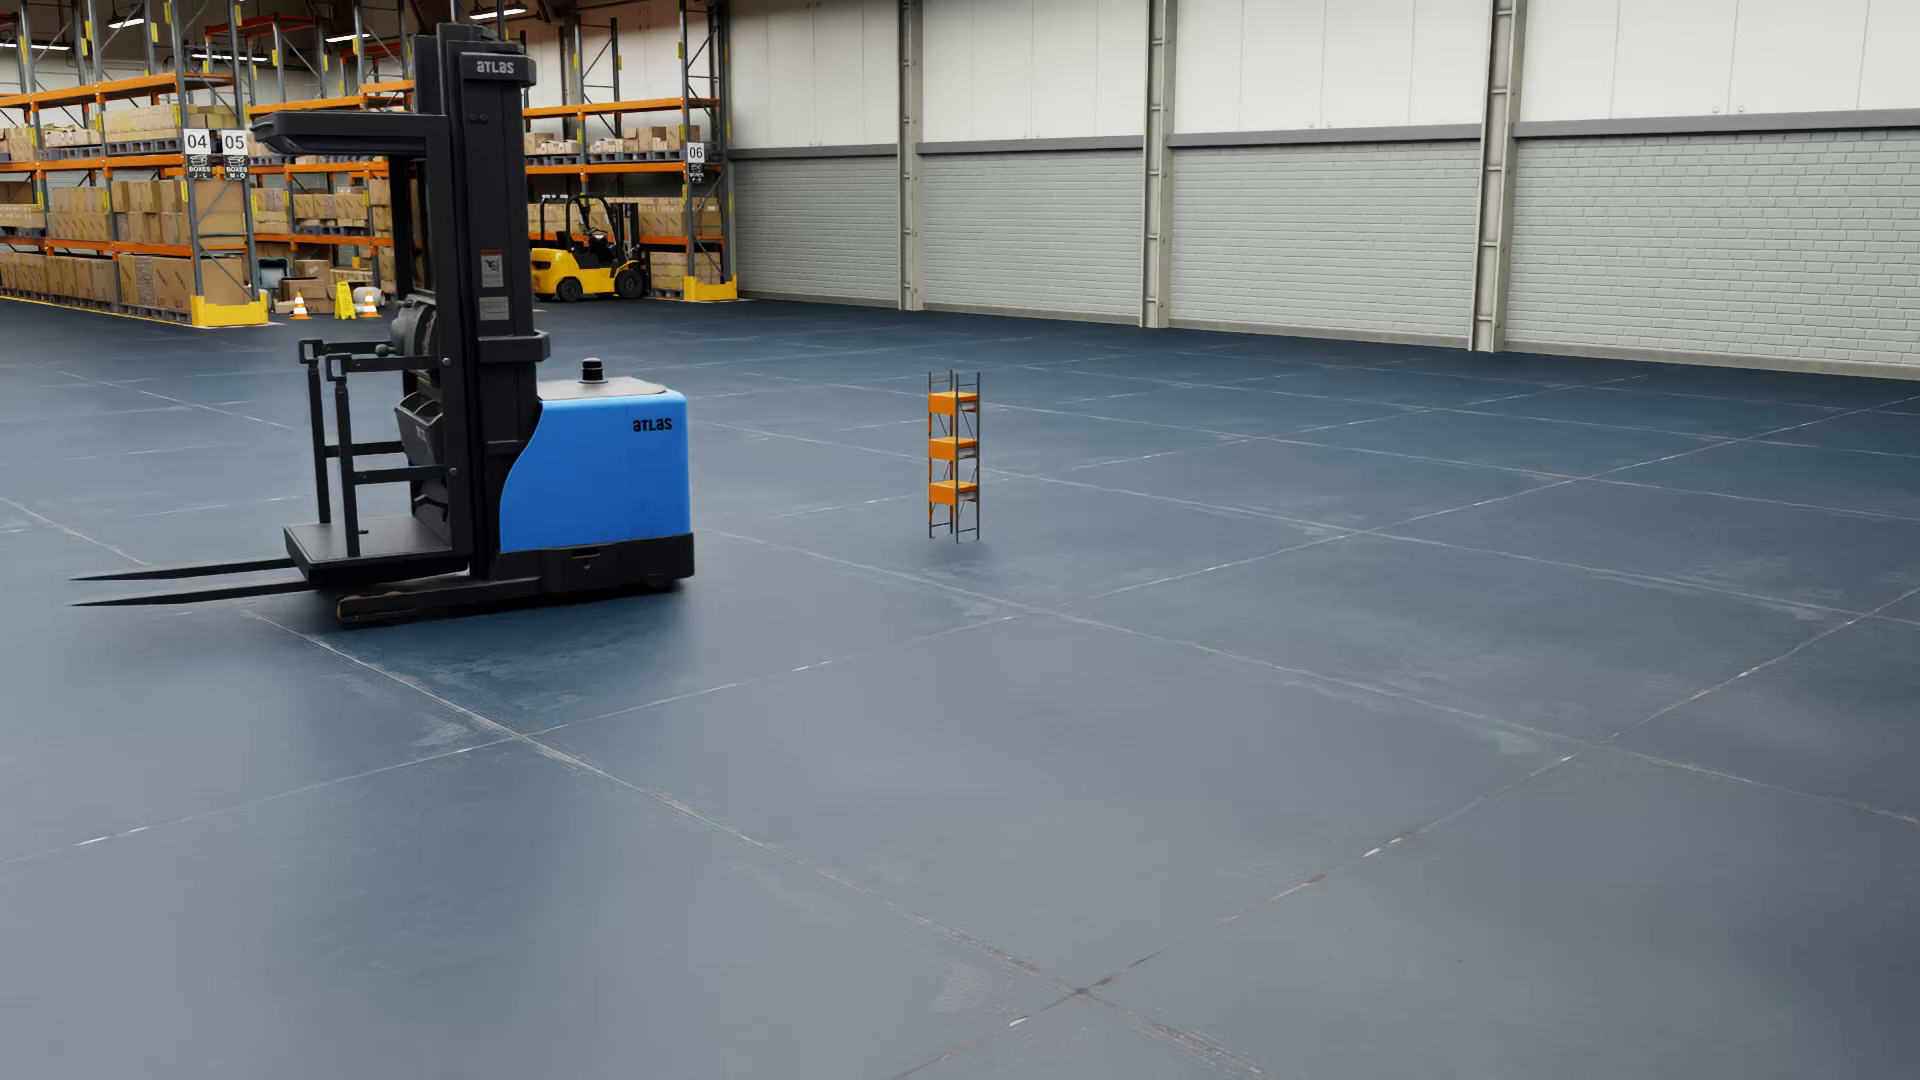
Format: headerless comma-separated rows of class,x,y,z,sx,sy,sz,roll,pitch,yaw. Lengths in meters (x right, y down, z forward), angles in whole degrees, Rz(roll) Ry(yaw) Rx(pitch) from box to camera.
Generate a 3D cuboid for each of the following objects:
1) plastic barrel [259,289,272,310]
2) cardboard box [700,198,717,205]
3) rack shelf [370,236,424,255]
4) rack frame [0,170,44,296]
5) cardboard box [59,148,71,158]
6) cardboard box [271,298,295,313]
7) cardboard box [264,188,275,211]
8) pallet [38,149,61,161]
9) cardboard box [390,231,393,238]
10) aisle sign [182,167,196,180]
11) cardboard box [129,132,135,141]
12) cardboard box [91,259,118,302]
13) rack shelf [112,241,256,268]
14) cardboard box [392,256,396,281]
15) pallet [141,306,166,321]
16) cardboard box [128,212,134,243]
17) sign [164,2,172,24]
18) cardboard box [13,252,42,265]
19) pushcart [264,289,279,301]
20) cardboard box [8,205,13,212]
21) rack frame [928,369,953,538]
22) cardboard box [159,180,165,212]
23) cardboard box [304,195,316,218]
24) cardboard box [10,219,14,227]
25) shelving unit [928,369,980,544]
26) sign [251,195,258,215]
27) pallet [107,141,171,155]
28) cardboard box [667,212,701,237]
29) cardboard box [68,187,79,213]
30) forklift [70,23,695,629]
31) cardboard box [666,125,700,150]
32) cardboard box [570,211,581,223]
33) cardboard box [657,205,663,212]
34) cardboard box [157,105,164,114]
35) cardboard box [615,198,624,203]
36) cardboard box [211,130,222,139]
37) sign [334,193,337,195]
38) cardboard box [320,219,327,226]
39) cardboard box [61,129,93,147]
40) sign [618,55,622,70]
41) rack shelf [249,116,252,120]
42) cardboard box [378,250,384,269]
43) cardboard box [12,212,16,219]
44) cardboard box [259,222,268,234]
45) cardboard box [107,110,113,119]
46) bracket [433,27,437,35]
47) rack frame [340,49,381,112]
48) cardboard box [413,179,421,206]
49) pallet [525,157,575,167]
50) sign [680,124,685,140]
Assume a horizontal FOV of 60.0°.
plastic barrel,-13.209,-4.489,31.152,0.512,0.421,0.421,-1,12,-4
cardboard box,-5.320,-7.107,34.881,0.380,0.149,0.250,-11,16,-44
rack shelf,-10.211,-5.763,32.733,1.077,0.370,4.000,-11,16,-43
rack frame,-20.627,-6.870,36.325,1.000,3.000,0.127,-11,16,-43
cardboard box,-18.066,-7.925,33.763,0.500,0.500,0.500,-11,16,-43
cardboard box,-12.583,-4.369,30.962,0.396,0.266,0.258,-8,14,-33
cardboard box,-15.261,-7.642,37.347,0.500,0.500,0.500,-11,16,-42
pallet,-17.382,-7.577,32.787,1.213,0.211,1.003,-10,15,-40
cardboard box,-11.189,-6.129,33.351,0.380,0.149,0.250,-11,16,-43
aisle sign,-19.704,-9.486,42.576,0.394,0.787,0.004,-11,16,-43
cardboard box,-14.216,-7.017,28.939,0.380,0.149,0.250,-11,16,-43
cardboard box,-15.596,-4.885,31.221,1.050,0.750,0.750,-11,16,-43
rack shelf,-13.721,-5.059,29.314,1.077,0.370,4.000,-11,16,-43
cardboard box,-11.002,-5.433,33.265,0.500,0.500,0.500,-10,15,-40
pallet,-13.787,-4.037,29.483,1.003,0.211,1.213,-11,16,-43
cardboard box,-14.443,-5.647,30.015,0.875,0.550,0.550,-11,16,-43
sign,-12.742,-8.480,26.760,0.100,0.325,0.005,-11,16,-43
cardboard box,-19.589,-5.922,35.017,0.500,0.250,0.500,-10,15,-40
pushcart,-13.206,-4.798,32.764,0.936,0.377,1.648,6,13,26
cardboard box,-19.426,-6.857,34.369,0.380,0.149,0.250,-10,15,-40
rack frame,-0.121,-0.540,10.430,0.200,1.050,0.008,-11,16,-43
cardboard box,-13.303,-5.949,28.805,0.875,0.550,0.550,-11,16,-43
cardboard box,-13.846,-7.218,35.989,0.500,0.500,0.500,-10,15,-40
cardboard box,-19.420,-6.565,34.425,0.380,0.149,0.250,-10,15,-41
shelving unit,-0.037,-0.522,10.343,0.215,1.050,0.252,-11,16,-43
sign,-11.934,-5.658,28.100,0.100,0.325,0.005,-11,16,-43
pallet,-14.545,-7.008,29.777,1.003,0.211,1.213,-11,16,-43
cardboard box,-5.772,-6.600,34.765,0.500,0.500,0.500,-11,16,-44
cardboard box,-16.856,-6.610,32.336,0.700,0.500,0.500,-11,16,-43
forklift,-3.003,-1.115,8.561,3.031,2.935,1.130,-6,13,-28
cardboard box,-5.724,-8.319,34.387,0.500,0.500,0.500,-10,15,-41
cardboard box,-8.529,-7.307,37.577,0.500,0.250,0.500,-11,16,-44
cardboard box,-6.180,-7.011,35.154,0.380,0.149,0.250,-11,16,-43
cardboard box,-13.166,-7.186,27.783,0.380,0.149,0.250,-11,16,-42
cardboard box,-7.268,-7.376,36.189,0.380,0.149,0.250,-11,16,-43
cardboard box,-12.345,-6.814,27.954,0.380,0.149,0.250,-11,16,-42
sign,-13.968,-7.596,37.176,0.100,0.325,0.005,-11,16,-43
cardboard box,-13.540,-6.841,35.763,0.380,0.149,0.250,-10,15,-39
cardboard box,-16.823,-7.682,31.765,0.500,0.311,0.500,-11,16,-44
sign,-7.586,-10.647,37.080,0.100,0.325,0.005,-11,16,-43
rack shelf,-18.498,-10.257,40.669,1.077,0.370,4.000,-11,16,-43
cardboard box,-15.375,-7.600,45.019,0.700,0.500,0.500,-10,15,-40
cardboard box,-19.247,-6.673,34.214,0.380,0.149,0.250,-11,16,-43
cardboard box,-15.592,-7.103,37.828,0.500,0.250,0.500,-11,16,-43
cardboard box,-14.920,-7.556,29.580,0.380,0.149,0.250,-11,16,-43
bracket,-13.328,-13.086,42.705,0.235,0.232,0.430,-11,16,-43
rack frame,-16.292,-11.789,45.333,1.000,3.000,0.127,-11,16,-43
cardboard box,-10.111,-6.687,31.972,0.700,0.500,0.500,-11,16,-43
pallet,-9.459,-8.811,38.777,1.003,0.211,1.213,-10,15,-40
sign,-5.644,-8.306,33.863,0.100,0.325,0.005,-11,16,-43
